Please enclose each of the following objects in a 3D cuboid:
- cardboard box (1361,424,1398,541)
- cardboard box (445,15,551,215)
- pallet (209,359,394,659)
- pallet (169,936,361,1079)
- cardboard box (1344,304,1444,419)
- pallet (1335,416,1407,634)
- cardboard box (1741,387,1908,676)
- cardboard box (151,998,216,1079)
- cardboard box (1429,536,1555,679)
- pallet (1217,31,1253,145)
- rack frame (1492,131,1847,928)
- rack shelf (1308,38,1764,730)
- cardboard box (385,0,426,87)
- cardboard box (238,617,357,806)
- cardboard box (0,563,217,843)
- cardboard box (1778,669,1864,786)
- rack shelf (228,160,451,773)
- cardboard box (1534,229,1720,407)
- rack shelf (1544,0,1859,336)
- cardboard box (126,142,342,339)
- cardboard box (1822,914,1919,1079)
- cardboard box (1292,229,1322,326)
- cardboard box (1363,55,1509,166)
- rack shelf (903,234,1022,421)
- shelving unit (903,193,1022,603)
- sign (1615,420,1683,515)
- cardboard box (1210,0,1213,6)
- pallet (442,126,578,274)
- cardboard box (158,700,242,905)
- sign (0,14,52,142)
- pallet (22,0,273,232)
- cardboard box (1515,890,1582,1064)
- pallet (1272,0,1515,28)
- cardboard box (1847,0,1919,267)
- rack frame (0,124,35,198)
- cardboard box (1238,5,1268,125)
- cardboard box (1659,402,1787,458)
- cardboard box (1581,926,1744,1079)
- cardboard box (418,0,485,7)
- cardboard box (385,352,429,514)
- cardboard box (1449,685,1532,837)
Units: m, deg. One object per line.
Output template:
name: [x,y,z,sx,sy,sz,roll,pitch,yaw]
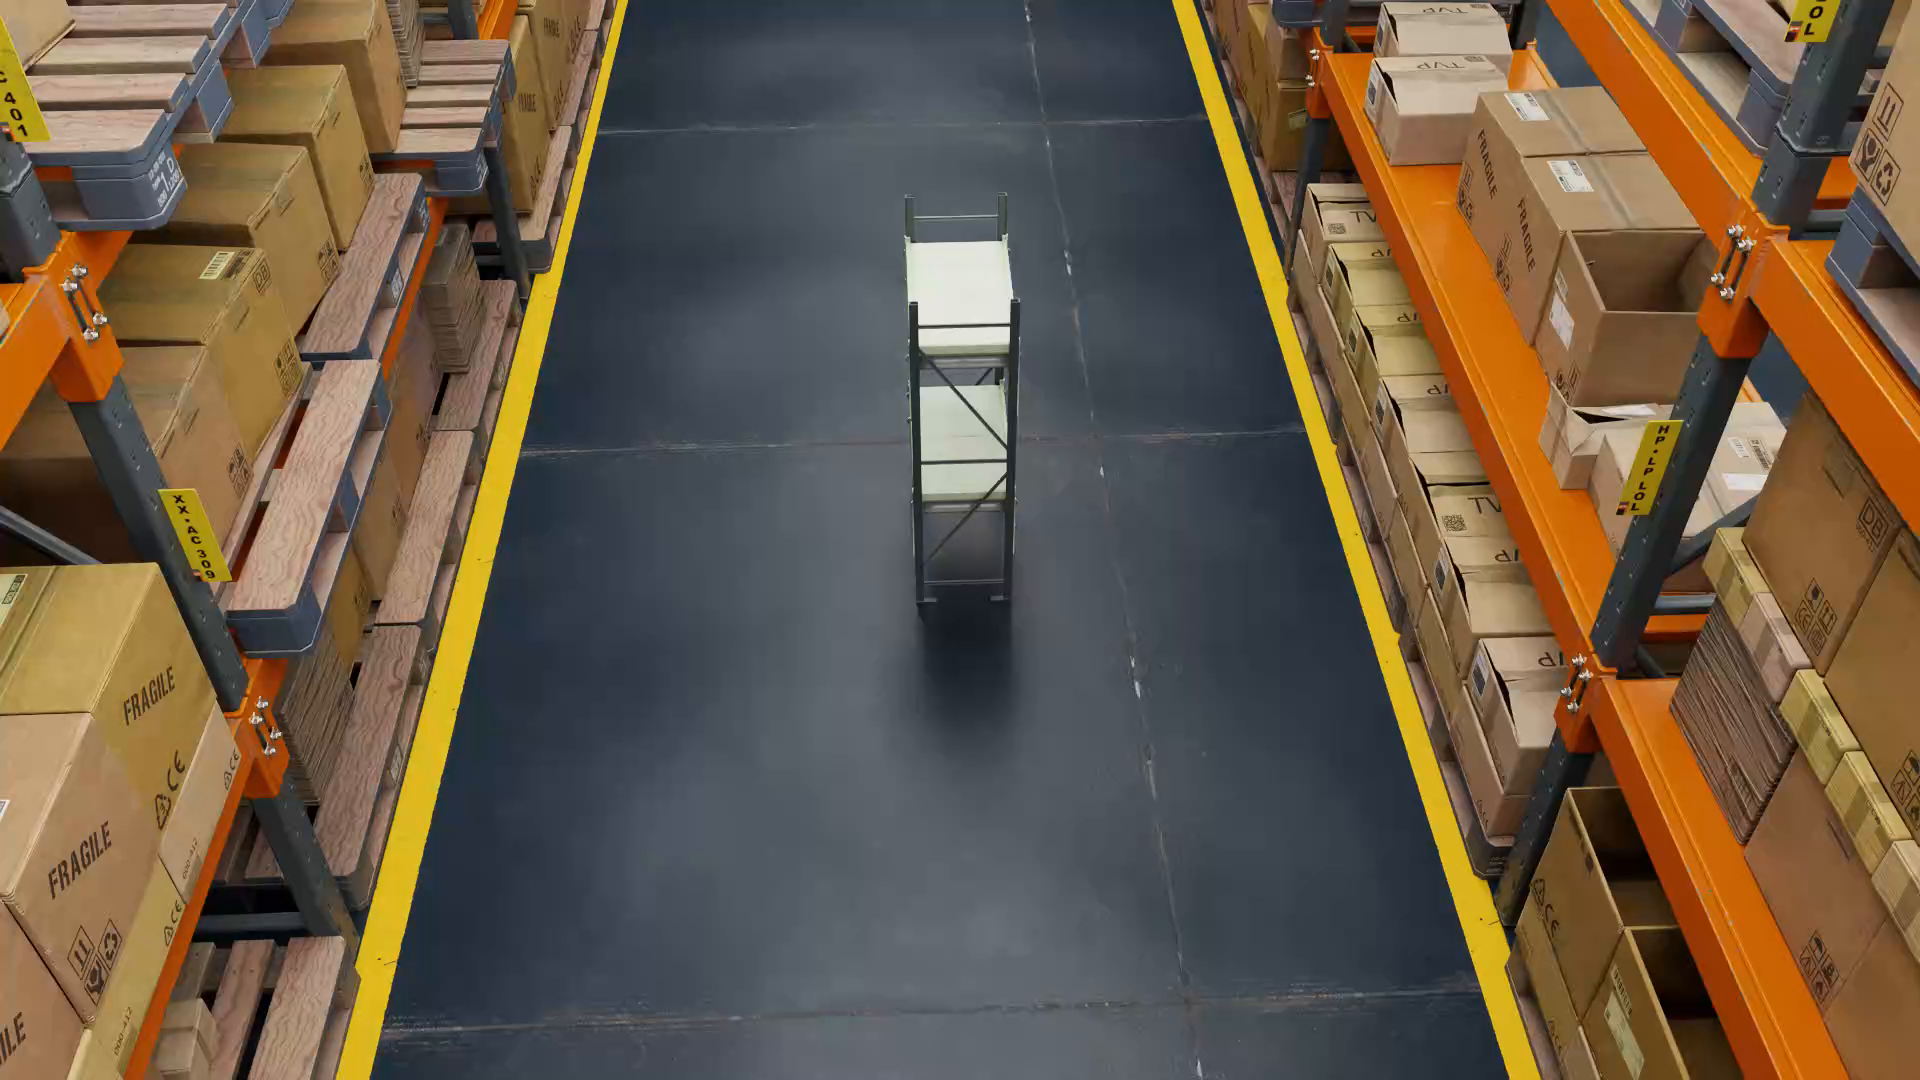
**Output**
cardboard box: [2.013,-0.258,7.035,0.500,0.250,0.500,-1,43,-1]
cardboard box: [-2.636,-2.233,8.746,0.750,0.750,0.750,-2,43,-2]
pallet: [-2.454,-0.119,5.302,1.003,0.211,1.213,-2,43,-2]
pallet: [-2.503,1.811,5.118,1.003,0.211,1.213,-2,43,-2]
cardboard box: [1.992,-0.802,7.214,0.500,0.311,0.500,-3,43,-3]
pallet: [2.258,-0.108,7.212,1.003,0.211,1.213,-2,43,-2]
cardboard box: [2.408,-0.030,4.029,0.700,0.500,0.500,-1,43,-2]
cardboard box: [-2.514,1.573,5.085,0.380,0.166,0.250,-7,43,-7]
cardboard box: [2.051,0.221,6.098,0.500,0.311,0.500,-1,43,-1]
pallet: [2.170,-2.814,10.163,1.003,0.211,1.213,-2,43,-2]
rack frame: [2.383,0.186,4.828,1.000,3.000,0.127,-2,43,-2]
rack shelf: [2.298,-0.899,6.544,1.077,0.370,4.000,-2,43,-2]
cardboard box: [-2.706,-2.252,7.088,0.700,0.500,0.500,-6,43,-7]
cardboard box: [-2.614,0.593,5.907,0.700,0.500,0.500,0,43,0]
cardboard box: [-2.237,0.412,4.122,0.500,0.500,0.500,-2,43,-2]
cardboard box: [2.224,0.440,3.996,0.380,0.149,0.250,-3,43,-3]
rack shelf: [-2.651,-0.755,6.386,1.077,0.370,4.000,-2,43,-2]
cardboard box: [2.344,-0.726,5.748,0.500,0.500,0.500,1,43,1]
rack shelf: [2.298,-2.005,5.530,1.077,0.370,4.000,-2,43,-2]
cardboard box: [-2.630,-1.034,5.759,0.700,0.500,0.500,4,43,4]
cardboard box: [2.454,1.143,3.709,0.700,0.500,0.500,-1,43,-1]
cardboard box: [1.942,-1.294,8.166,0.500,0.250,0.500,-2,43,-2]
cardboard box: [2.057,-1.873,7.139,0.500,0.311,0.500,-2,43,-2]
rack shelf: [0.000,-0.836,6.475,0.431,0.370,0.720,-2,43,-2]
shelving unit: [0.000,-0.548,6.738,0.431,1.500,0.755,-2,43,-2]
sign: [1.841,-0.190,4.439,0.100,0.325,0.005,-2,43,-2]
cardboard box: [1.854,-3.763,10.659,0.500,0.500,0.500,-1,43,-1]
pallet: [-2.695,-1.877,9.141,1.003,0.211,1.213,-2,43,-2]
cardboard box: [-2.244,0.689,4.374,0.500,0.250,0.500,-2,43,-2]
sign: [-2.025,-0.987,3.504,0.100,0.325,0.005,-2,43,-2]
pallet: [-2.486,-1.126,4.178,1.213,0.211,1.003,-2,43,-2]
cardboard box: [2.099,1.366,5.264,0.500,0.250,0.500,-2,43,-2]
pallet: [2.114,-2.900,8.336,1.213,0.211,1.003,-2,43,-2]
cardboard box: [2.141,-0.816,3.212,0.500,0.500,0.500,2,43,2]
rack frame: [-2.566,-1.881,2.643,1.000,3.000,0.127,-2,43,-2]
cardboard box: [1.917,-2.730,9.532,0.500,0.500,0.500,-3,43,-3]
cardboard box: [2.549,-0.326,5.572,0.380,0.149,0.250,-2,43,-2]
cardboard box: [2.119,1.427,4.642,0.500,0.500,0.500,-2,43,-2]
cardboard box: [-2.501,-2.859,7.841,0.500,0.500,0.500,0,43,-1]
cardboard box: [-2.699,-0.441,7.035,0.700,0.500,0.500,-2,43,-2]
cardboard box: [2.075,0.773,5.911,0.500,0.250,0.500,-2,43,-2]
